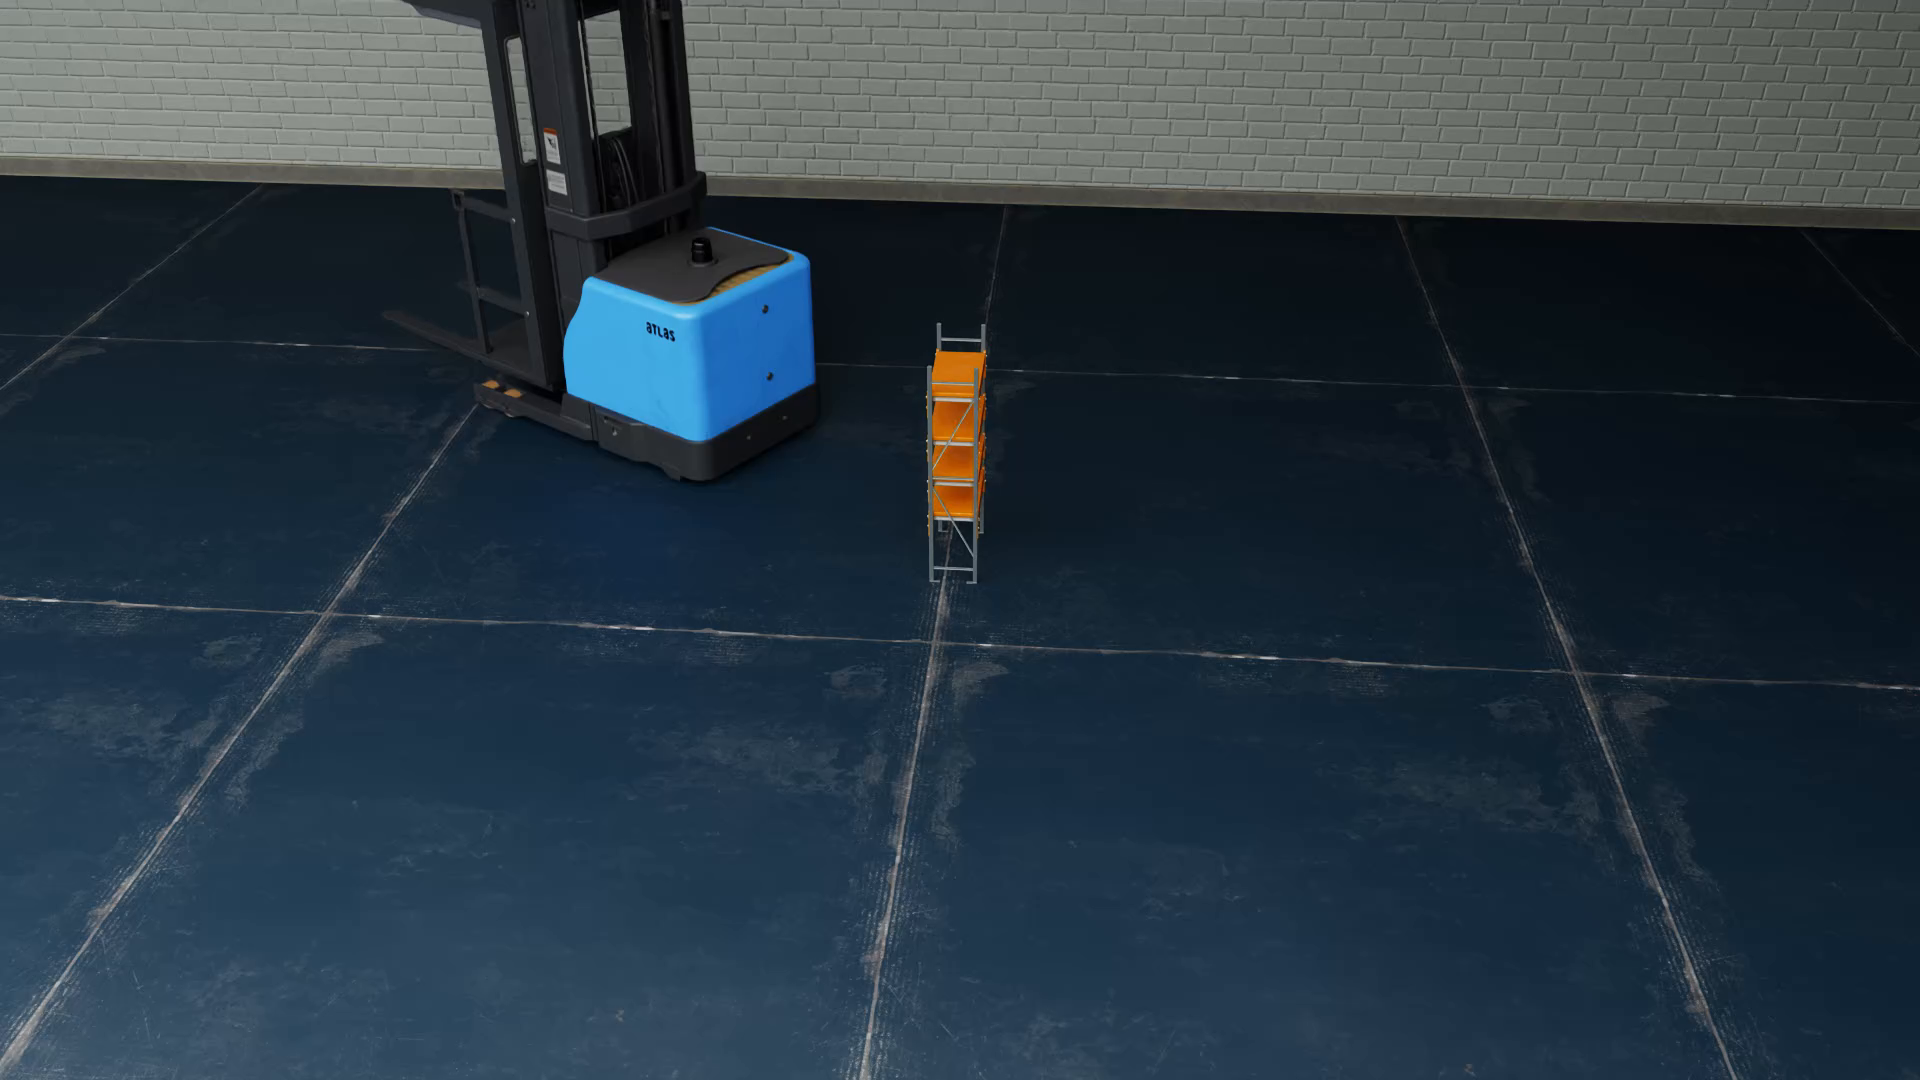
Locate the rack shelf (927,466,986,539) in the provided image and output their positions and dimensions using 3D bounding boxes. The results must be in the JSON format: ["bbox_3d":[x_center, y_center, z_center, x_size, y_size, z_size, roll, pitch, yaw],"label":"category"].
[{"bbox_3d":[-0.013,-0.198,8.434,0.258,0.148,0.480,2,32,4],"label":"rack shelf"}]

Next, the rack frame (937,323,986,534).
[{"bbox_3d":[0.006,-0.552,8.502,0.240,1.200,0.015,2,32,4],"label":"rack frame"}]

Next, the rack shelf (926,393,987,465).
[{"bbox_3d":[-0.013,-0.557,8.213,0.258,0.148,0.480,2,32,4],"label":"rack shelf"}]

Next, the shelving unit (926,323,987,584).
[{"bbox_3d":[-0.013,-0.424,8.295,0.258,1.200,0.503,2,32,4],"label":"shelving unit"}]

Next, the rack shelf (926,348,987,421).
[{"bbox_3d":[-0.013,-0.759,8.089,0.258,0.148,0.480,2,32,4],"label":"rack shelf"}]

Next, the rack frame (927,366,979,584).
[{"bbox_3d":[-0.033,-0.297,8.088,0.240,1.200,0.015,2,32,4],"label":"rack frame"}]

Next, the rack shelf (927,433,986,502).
[{"bbox_3d":[-0.013,-0.367,8.330,0.258,0.148,0.480,2,32,4],"label":"rack shelf"}]

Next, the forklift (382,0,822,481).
[{"bbox_3d":[-2.301,-2.178,9.491,3.031,2.935,1.130,21,37,30],"label":"forklift"}]
